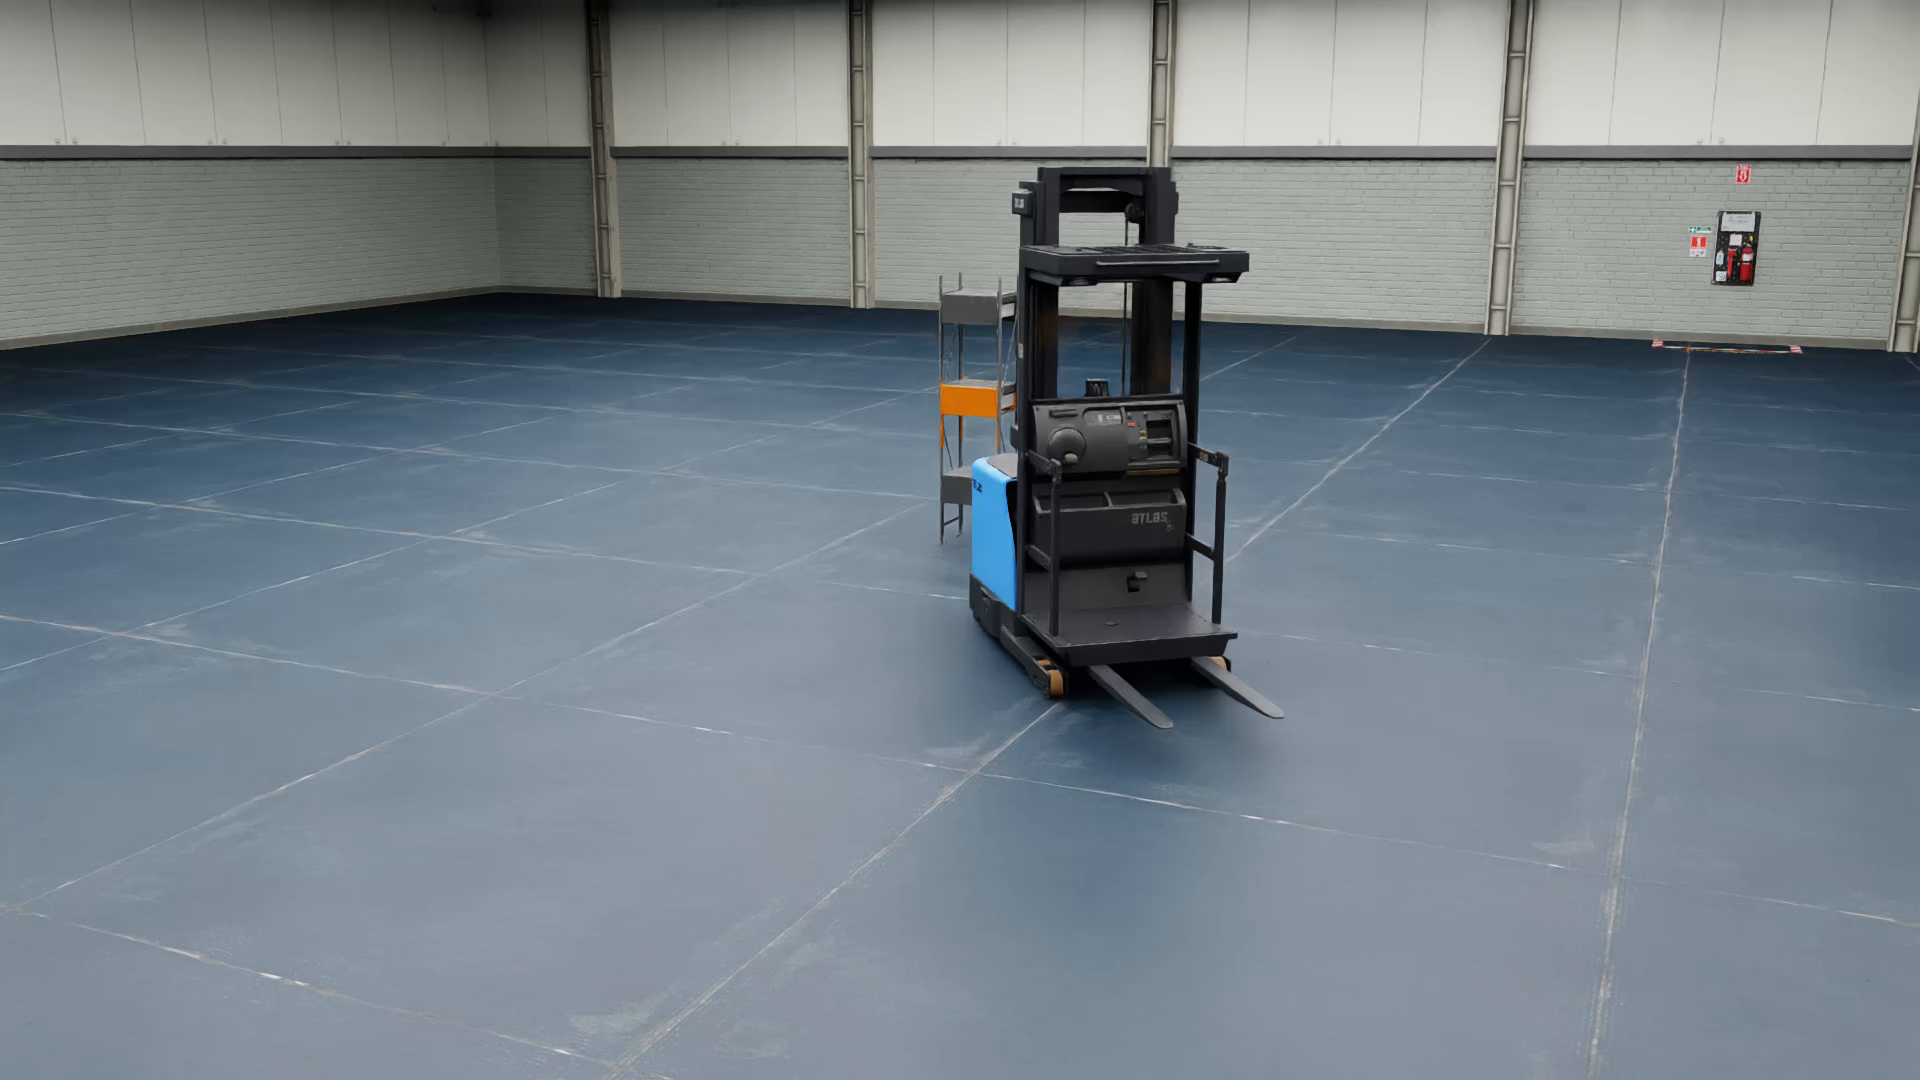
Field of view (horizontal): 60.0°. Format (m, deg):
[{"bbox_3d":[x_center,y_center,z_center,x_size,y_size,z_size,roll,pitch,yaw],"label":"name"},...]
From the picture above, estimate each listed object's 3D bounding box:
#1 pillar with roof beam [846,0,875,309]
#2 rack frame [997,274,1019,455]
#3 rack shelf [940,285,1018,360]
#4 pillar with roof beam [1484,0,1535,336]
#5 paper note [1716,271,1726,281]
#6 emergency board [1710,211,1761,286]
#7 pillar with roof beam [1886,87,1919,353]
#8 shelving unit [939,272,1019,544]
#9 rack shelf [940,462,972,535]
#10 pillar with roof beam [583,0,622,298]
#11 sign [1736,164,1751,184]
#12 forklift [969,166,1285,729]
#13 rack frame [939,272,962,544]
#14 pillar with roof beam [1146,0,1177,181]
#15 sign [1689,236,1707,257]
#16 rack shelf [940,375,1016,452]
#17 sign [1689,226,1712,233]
[{"bbox_3d":[-3.655,-8.065,27.926,0.400,9.000,9.100,6,14,23],"label":"pillar with roof beam"},{"bbox_3d":[0.374,-0.984,12.853,0.015,2.100,0.400,6,14,23],"label":"rack frame"},{"bbox_3d":[0.151,-1.675,12.793,0.480,0.518,0.431,6,14,23],"label":"rack shelf"},{"bbox_3d":[7.316,-6.954,23.194,0.400,9.000,9.100,6,14,23],"label":"pillar with roof beam"},{"bbox_3d":[12.168,-4.216,26.585,0.142,0.148,0.016,6,14,23],"label":"paper note"},{"bbox_3d":[12.302,-4.614,26.353,0.643,1.169,0.194,6,14,23],"label":"emergency board"},{"bbox_3d":[12.802,-6.399,20.828,0.400,9.000,9.100,6,14,23],"label":"pillar with roof beam"},{"bbox_3d":[0.151,-1.007,12.950,0.503,2.100,0.431,6,14,23],"label":"shelving unit"},{"bbox_3d":[0.151,-0.312,13.113,0.480,0.518,0.431,6,14,23],"label":"rack shelf"},{"bbox_3d":[-9.141,-8.620,30.292,0.400,9.000,9.100,6,14,23],"label":"pillar with roof beam"},{"bbox_3d":[12.335,-5.764,26.180,0.199,0.298,0.001,6,14,23],"label":"sign"},{"bbox_3d":[0.938,-0.626,9.505,1.130,2.935,3.031,-3,14,-15],"label":"forklift"},{"bbox_3d":[-0.072,-1.029,13.046,0.015,2.100,0.400,6,14,23],"label":"rack frame"},{"bbox_3d":[1.831,-7.510,25.560,0.400,9.000,9.100,6,14,23],"label":"pillar with roof beam"},{"bbox_3d":[11.838,-4.704,26.659,0.234,0.329,0.001,6,14,23],"label":"sign"},{"bbox_3d":[0.151,-0.994,12.953,0.480,0.518,0.431,6,14,23],"label":"rack shelf"},{"bbox_3d":[11.839,-4.960,26.589,0.331,0.109,0.001,6,14,23],"label":"sign"}]
